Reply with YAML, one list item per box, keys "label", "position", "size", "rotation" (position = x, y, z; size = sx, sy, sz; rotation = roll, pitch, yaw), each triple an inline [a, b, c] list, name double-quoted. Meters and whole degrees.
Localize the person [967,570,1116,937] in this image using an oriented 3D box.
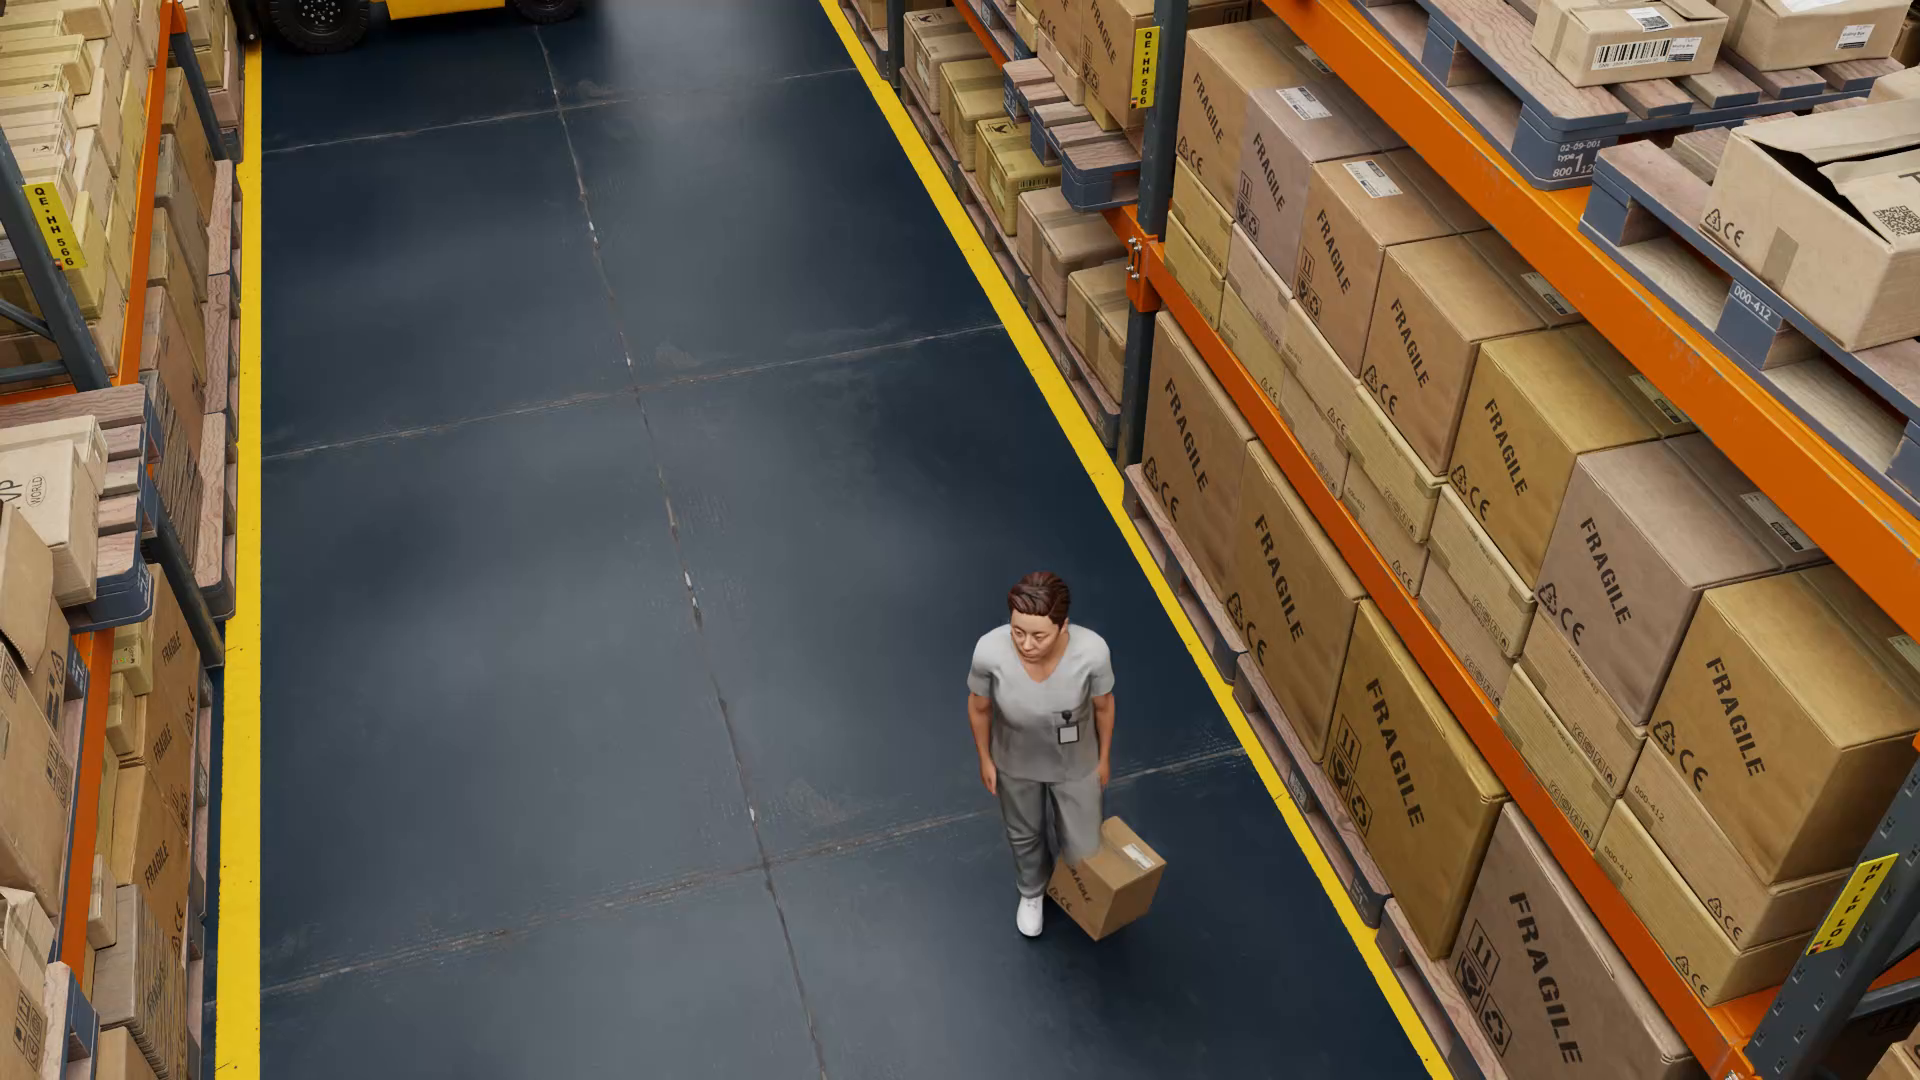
- label: "person"
  position: [0.278, 0.667, 5.426]
  size: [0.503, 1.669, 0.483]
  rotation: [5, 43, 5]
